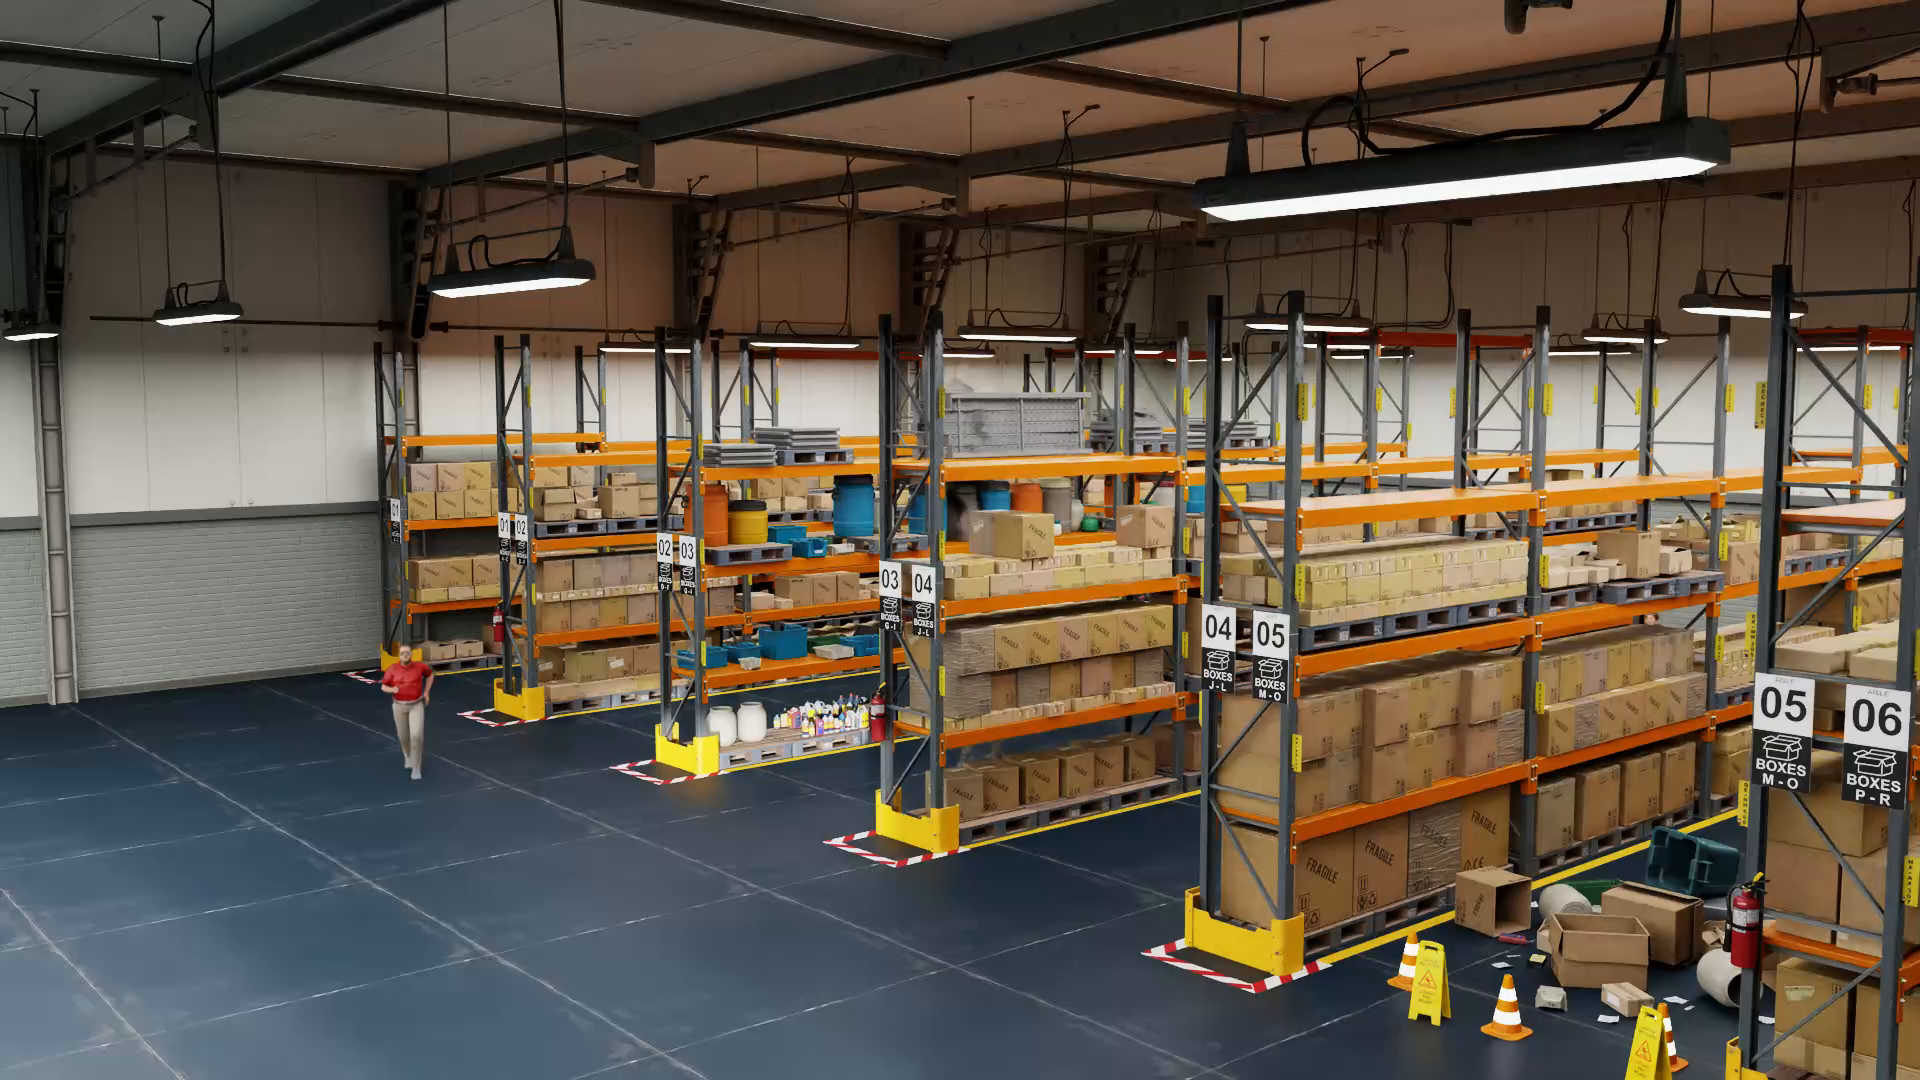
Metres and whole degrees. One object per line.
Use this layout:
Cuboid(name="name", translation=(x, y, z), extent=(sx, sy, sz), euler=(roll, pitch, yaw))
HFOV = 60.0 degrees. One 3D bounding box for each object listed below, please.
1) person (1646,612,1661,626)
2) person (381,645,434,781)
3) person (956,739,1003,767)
Cuboid(name="person", translation=(10.938, 1.939, 26.428), extent=(0.665, 1.627, 0.558), euler=(-5, 7, -43))
Cuboid(name="person", translation=(-7.391, 2.283, 22.258), extent=(0.649, 1.788, 0.865), euler=(-1, 5, -12))
Cuboid(name="person", translation=(0.216, 2.093, 21.541), extent=(0.791, 1.780, 0.554), euler=(-5, 7, -43))
